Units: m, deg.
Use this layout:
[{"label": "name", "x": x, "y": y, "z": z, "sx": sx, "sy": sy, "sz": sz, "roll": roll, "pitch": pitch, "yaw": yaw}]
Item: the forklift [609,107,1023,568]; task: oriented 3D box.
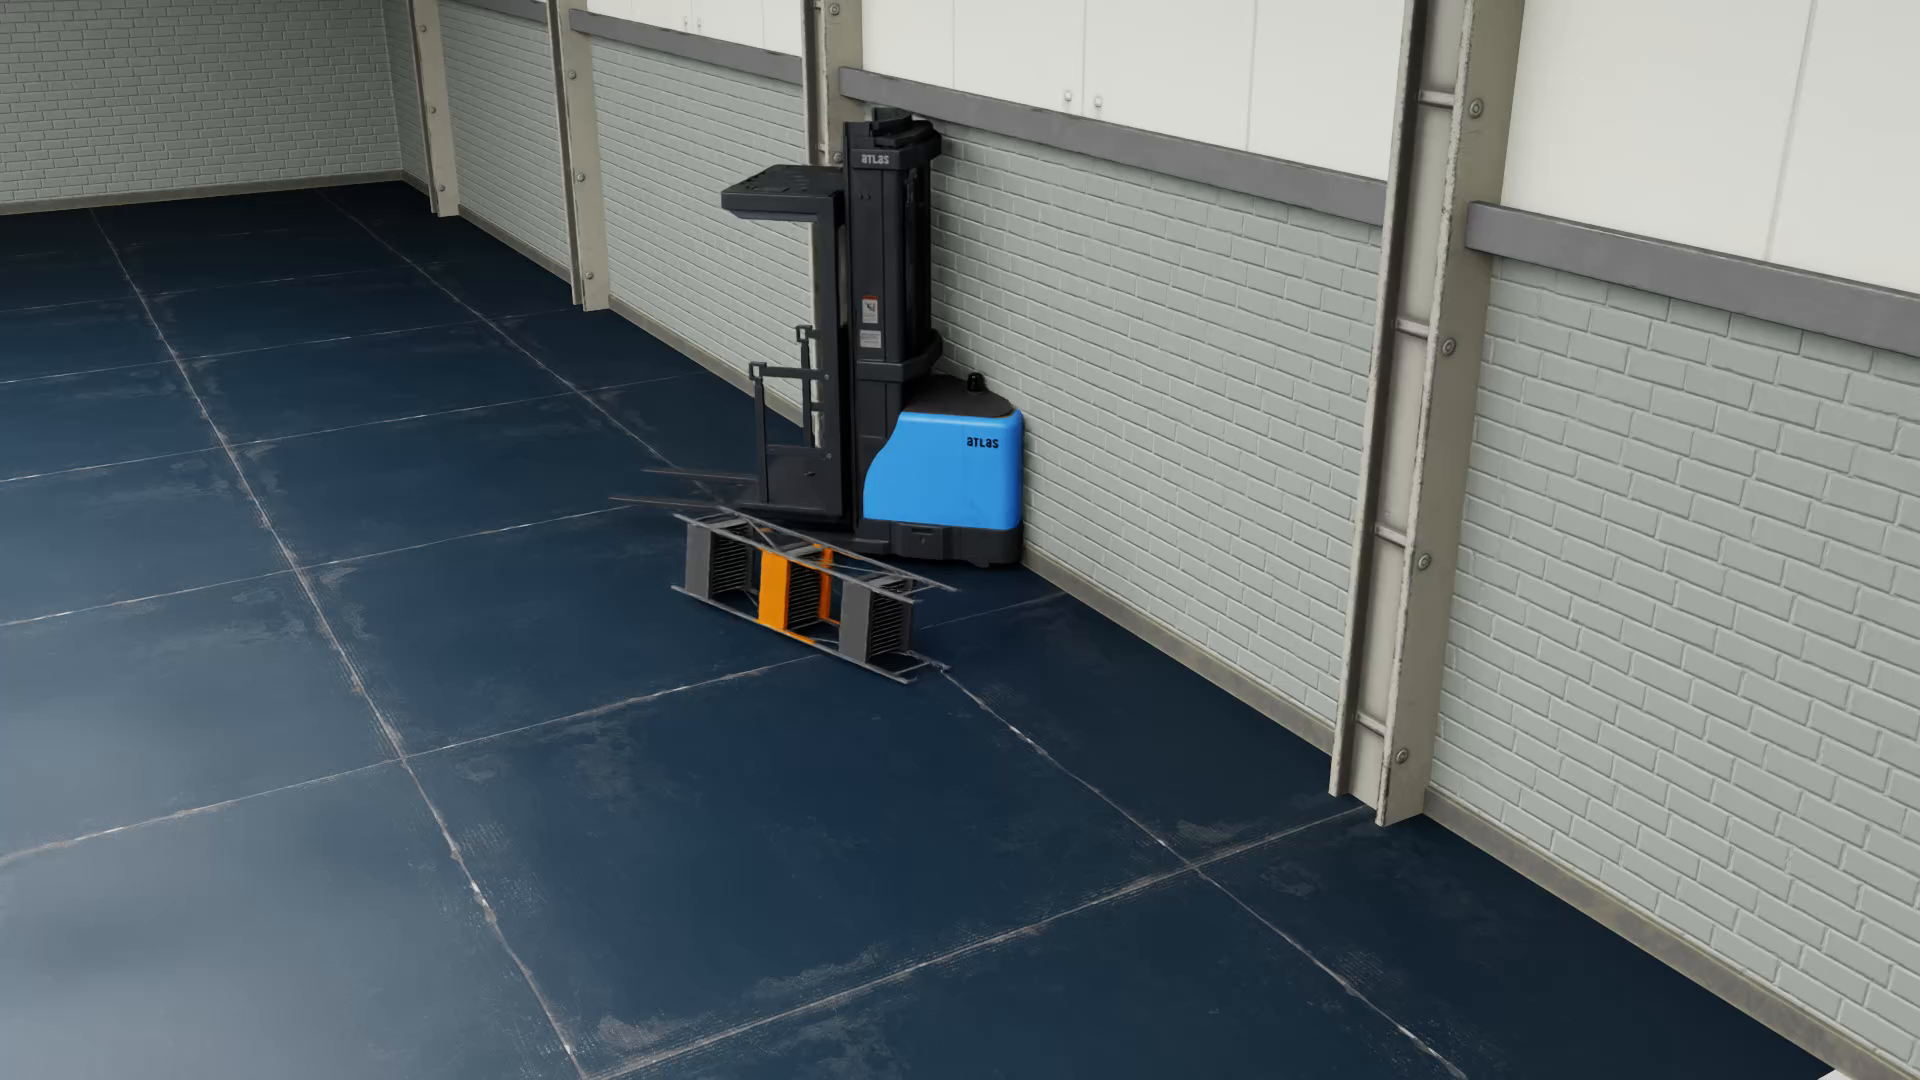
[{"label": "forklift", "x": -0.980, "y": -1.445, "z": 11.474, "sx": 3.031, "sy": 2.935, "sz": 1.130, "roll": 5, "pitch": 23, "yaw": 12}]

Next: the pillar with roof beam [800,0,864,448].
[{"label": "pillar with roof beam", "x": -4.629, "y": -3.945, "z": 9.566, "sx": 9.100, "sy": 9.000, "sz": 0.400, "roll": -13, "pitch": 25, "yaw": -28}]

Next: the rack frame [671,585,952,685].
[{"label": "rack frame", "x": -0.968, "y": 0.535, "z": 10.383, "sx": 2.100, "sy": 0.015, "sz": 0.400, "roll": 18, "pitch": 21, "yaw": 37}]

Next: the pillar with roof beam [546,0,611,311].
[{"label": "pillar with roof beam", "x": -7.694, "y": -5.887, "z": 14.344, "sx": 9.100, "sy": 9.000, "sz": 0.400, "roll": -13, "pitch": 25, "yaw": -28}]

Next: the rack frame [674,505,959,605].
[{"label": "rack frame", "x": -0.926, "y": 0.069, "z": 10.245, "sx": 2.100, "sy": 0.015, "sz": 0.400, "roll": 18, "pitch": 21, "yaw": 37}]

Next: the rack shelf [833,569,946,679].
[{"label": "rack shelf", "x": -0.409, "y": 0.479, "z": 9.880, "sx": 0.518, "sy": 0.480, "sz": 0.431, "roll": 18, "pitch": 21, "yaw": 37}]

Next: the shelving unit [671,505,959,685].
[{"label": "shelving unit", "x": -0.947, "y": 0.302, "z": 10.314, "sx": 2.100, "sy": 0.503, "sz": 0.431, "roll": 18, "pitch": 21, "yaw": 37}]

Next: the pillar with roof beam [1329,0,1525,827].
[{"label": "pillar with roof beam", "x": -1.565, "y": -2.002, "z": 4.787, "sx": 9.100, "sy": 9.000, "sz": 0.400, "roll": -13, "pitch": 25, "yaw": -28}]

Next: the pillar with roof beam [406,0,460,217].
[{"label": "pillar with roof beam", "x": -10.759, "y": -7.829, "z": 19.123, "sx": 9.100, "sy": 9.000, "sz": 0.400, "roll": -13, "pitch": 25, "yaw": -28}]

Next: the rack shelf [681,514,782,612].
[{"label": "rack shelf", "x": -1.465, "y": 0.132, "z": 10.731, "sx": 0.518, "sy": 0.480, "sz": 0.431, "roll": 18, "pitch": 21, "yaw": 37}]

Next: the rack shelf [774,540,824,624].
[{"label": "rack shelf", "x": -1.040, "y": 0.271, "z": 10.389, "sx": 0.174, "sy": 0.457, "sz": 0.368, "roll": 18, "pitch": 21, "yaw": 37}]
